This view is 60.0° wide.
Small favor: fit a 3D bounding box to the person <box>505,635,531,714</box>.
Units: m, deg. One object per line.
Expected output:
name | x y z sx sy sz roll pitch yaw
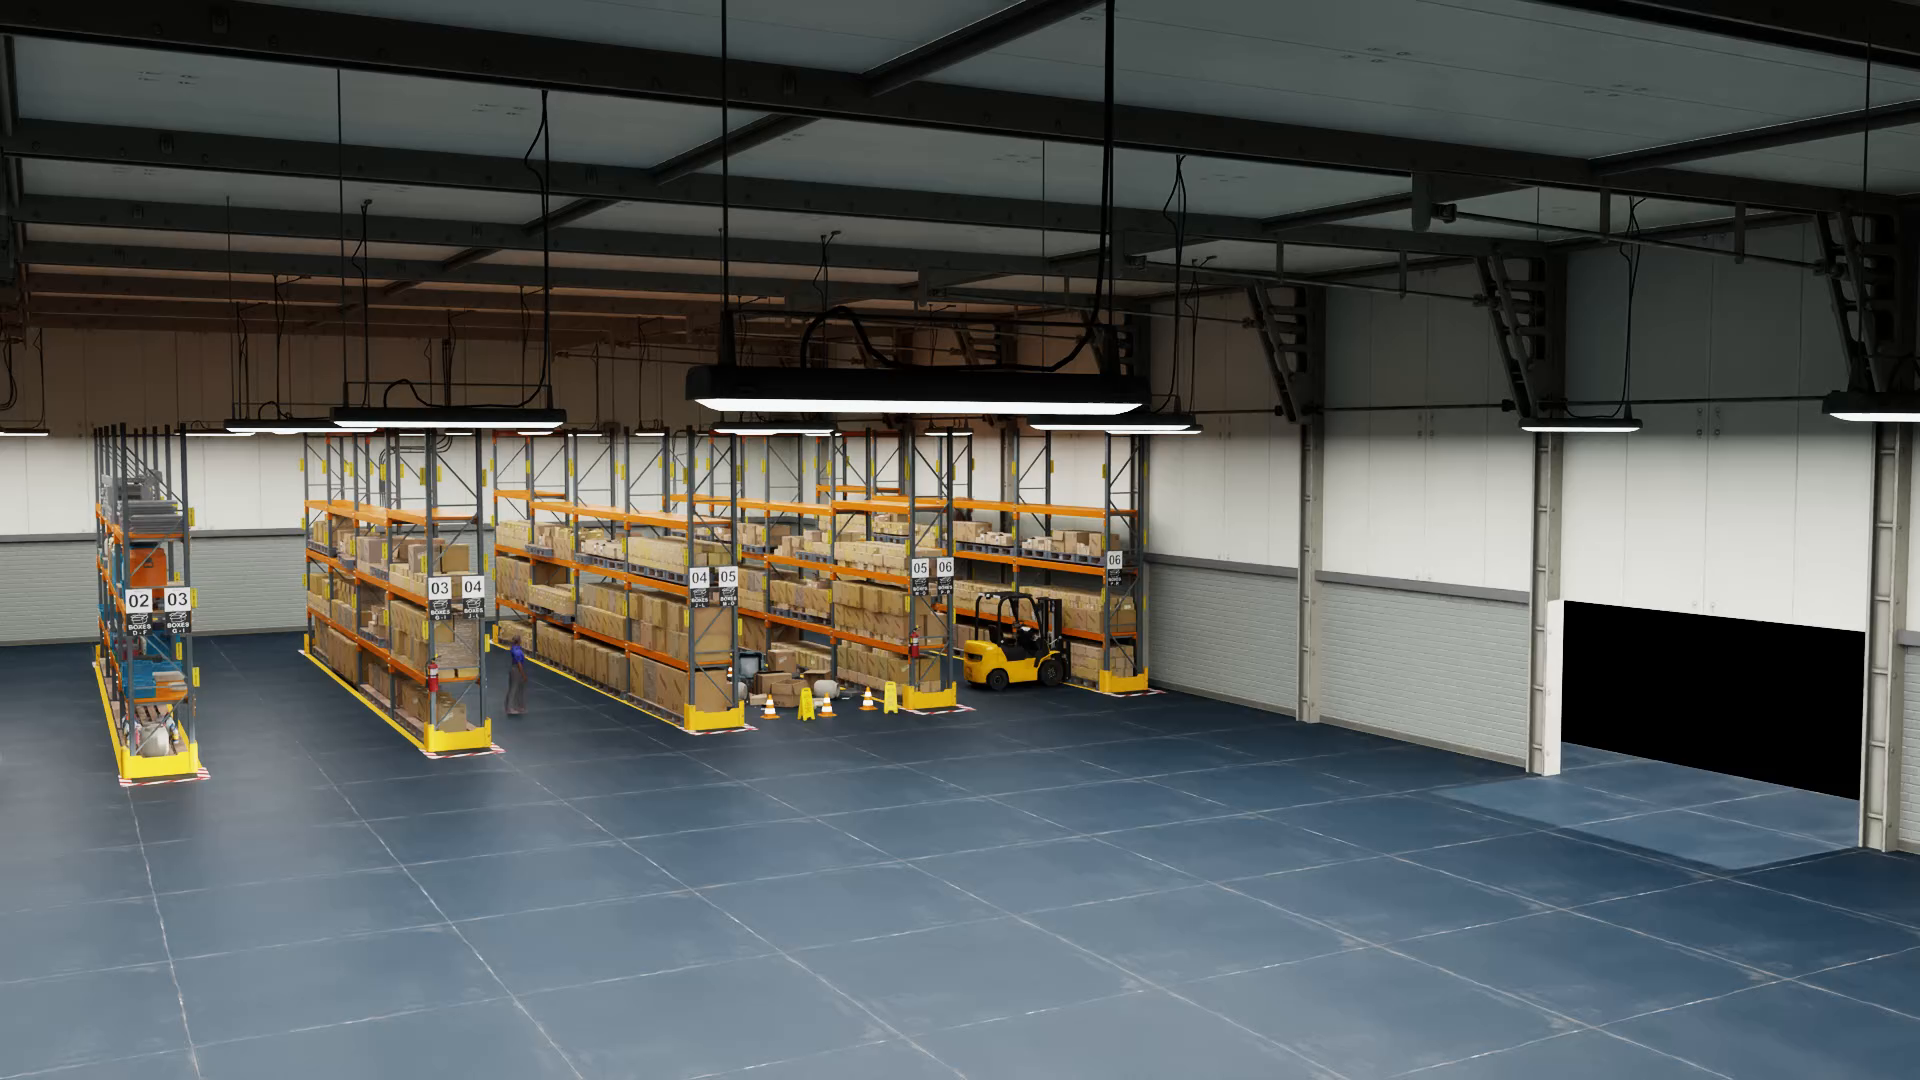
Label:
person | -9.272 2.806 34.838 0.518 1.690 0.627 -1 4 -13
